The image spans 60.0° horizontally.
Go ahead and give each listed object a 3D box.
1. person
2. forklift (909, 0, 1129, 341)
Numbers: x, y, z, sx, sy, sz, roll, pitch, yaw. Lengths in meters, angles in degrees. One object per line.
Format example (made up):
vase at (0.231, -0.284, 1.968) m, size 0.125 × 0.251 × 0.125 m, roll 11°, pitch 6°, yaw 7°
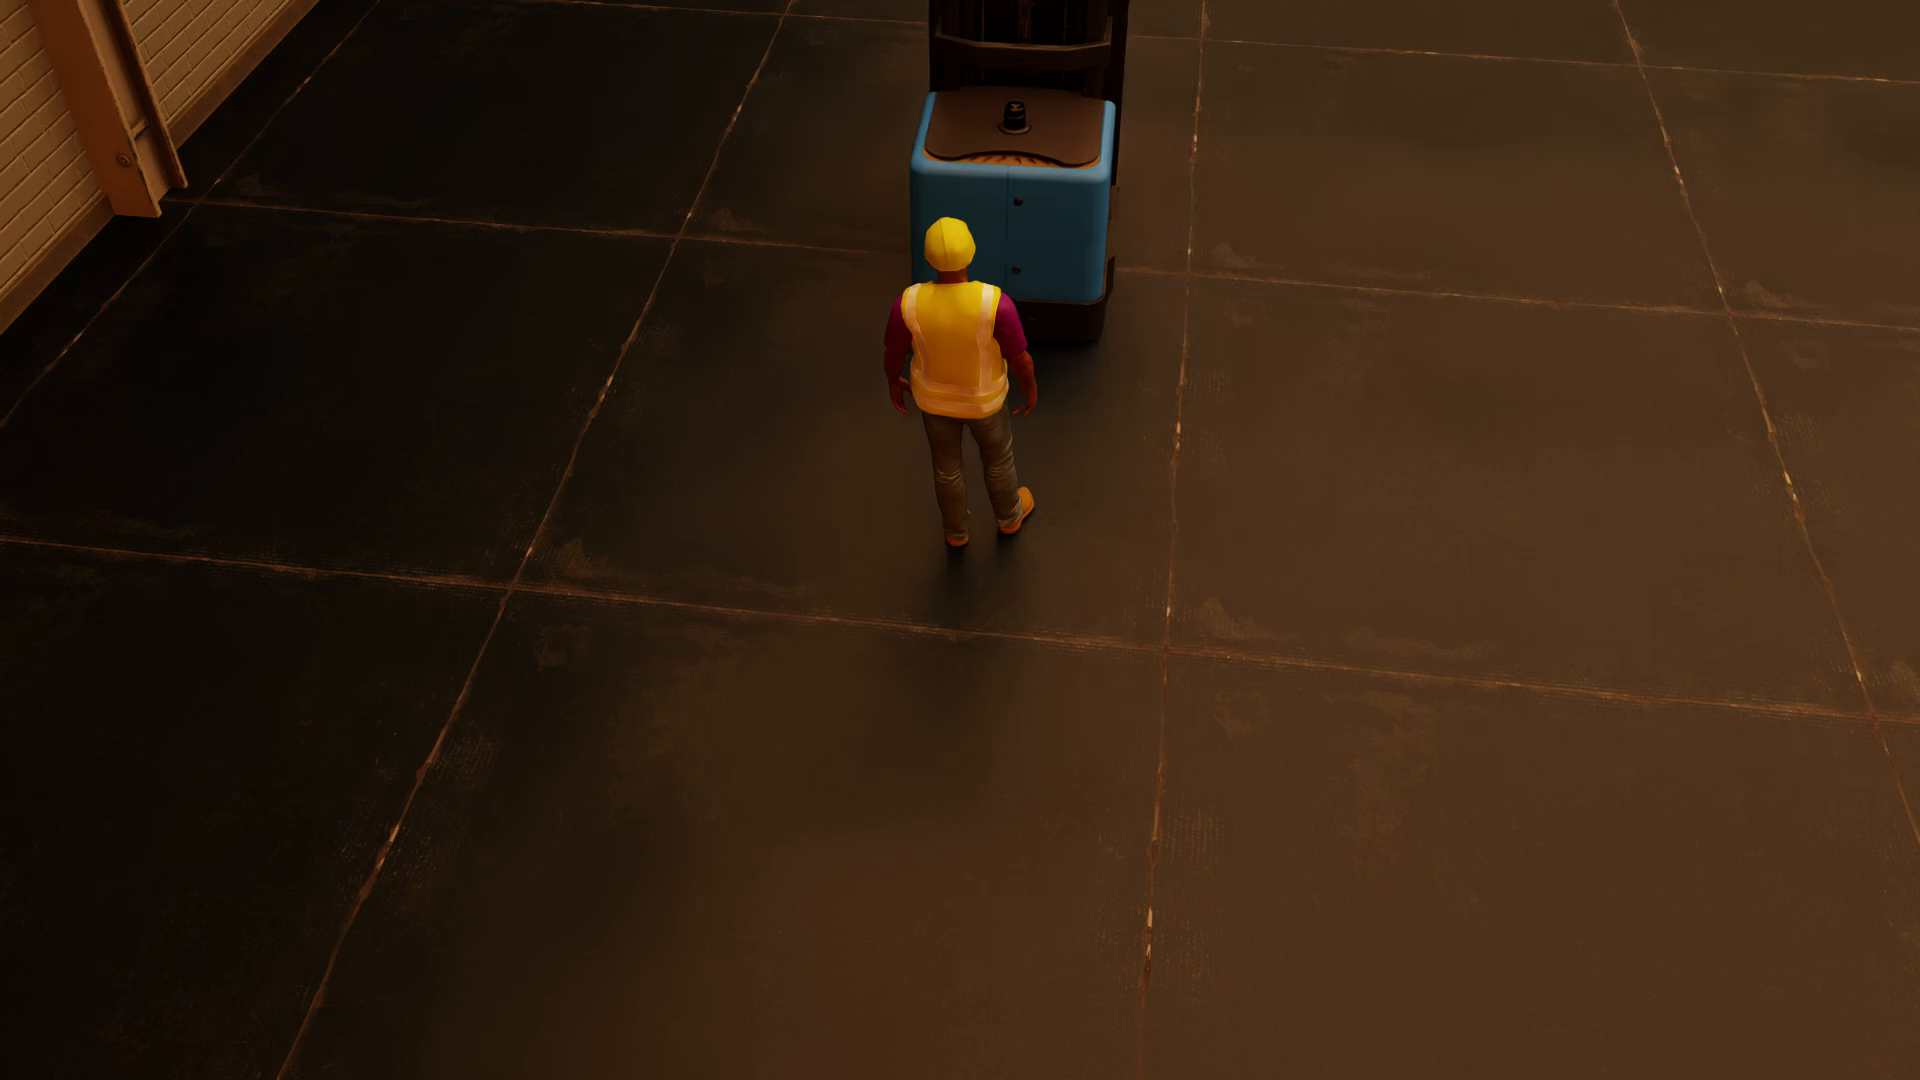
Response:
person at (0.015, -0.702, 7.339) m, size 0.665 × 1.768 × 0.575 m, roll 5°, pitch 43°, yaw 6°
forklift at (0.400, -3.145, 9.147) m, size 1.130 × 2.935 × 3.031 m, roll 4°, pitch 43°, yaw 5°
